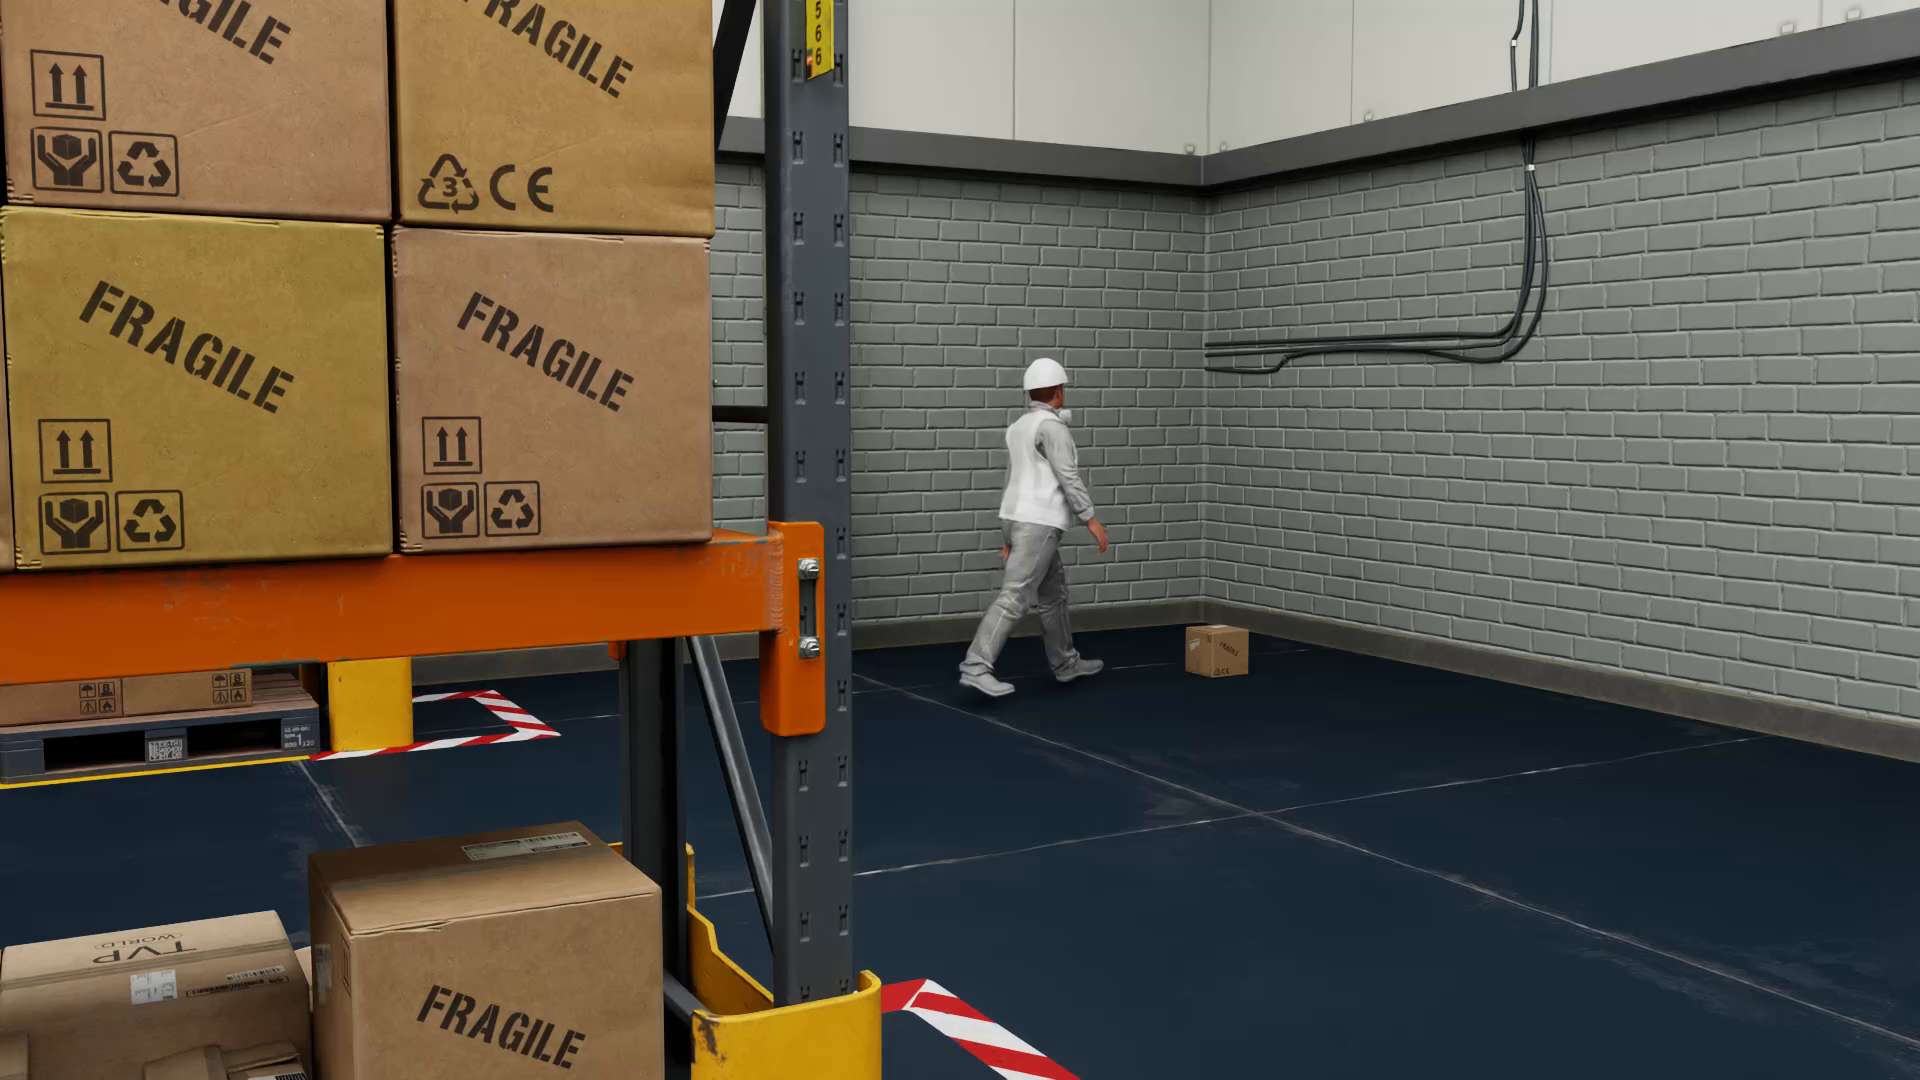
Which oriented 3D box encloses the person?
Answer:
[{"bbox_3d":[0.409,-0.071,8.575,0.980,1.731,0.714,-2,5,-18],"label":"person"}]
